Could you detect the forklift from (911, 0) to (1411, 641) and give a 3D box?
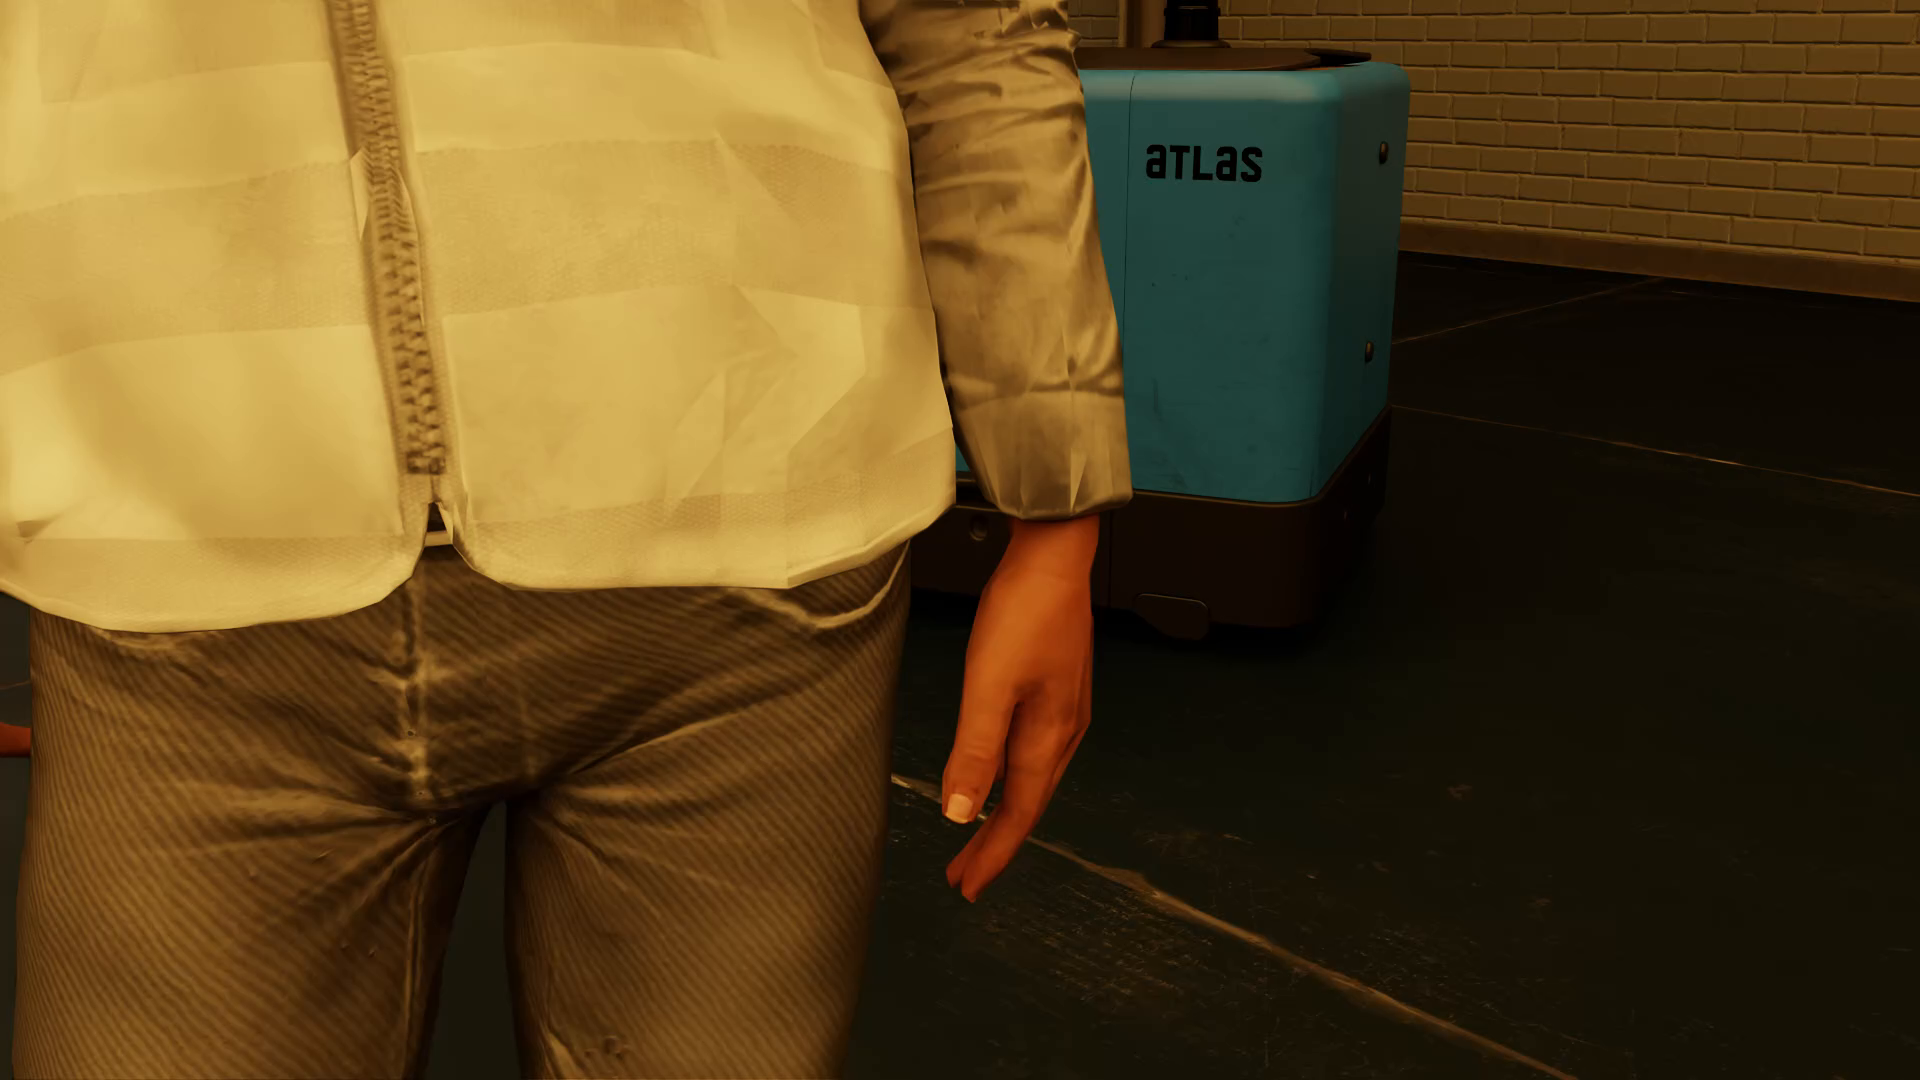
[{"bbox_3d":[-0.563,-1.469,3.684,3.031,2.935,1.130,7,18,21],"label":"forklift"}]
